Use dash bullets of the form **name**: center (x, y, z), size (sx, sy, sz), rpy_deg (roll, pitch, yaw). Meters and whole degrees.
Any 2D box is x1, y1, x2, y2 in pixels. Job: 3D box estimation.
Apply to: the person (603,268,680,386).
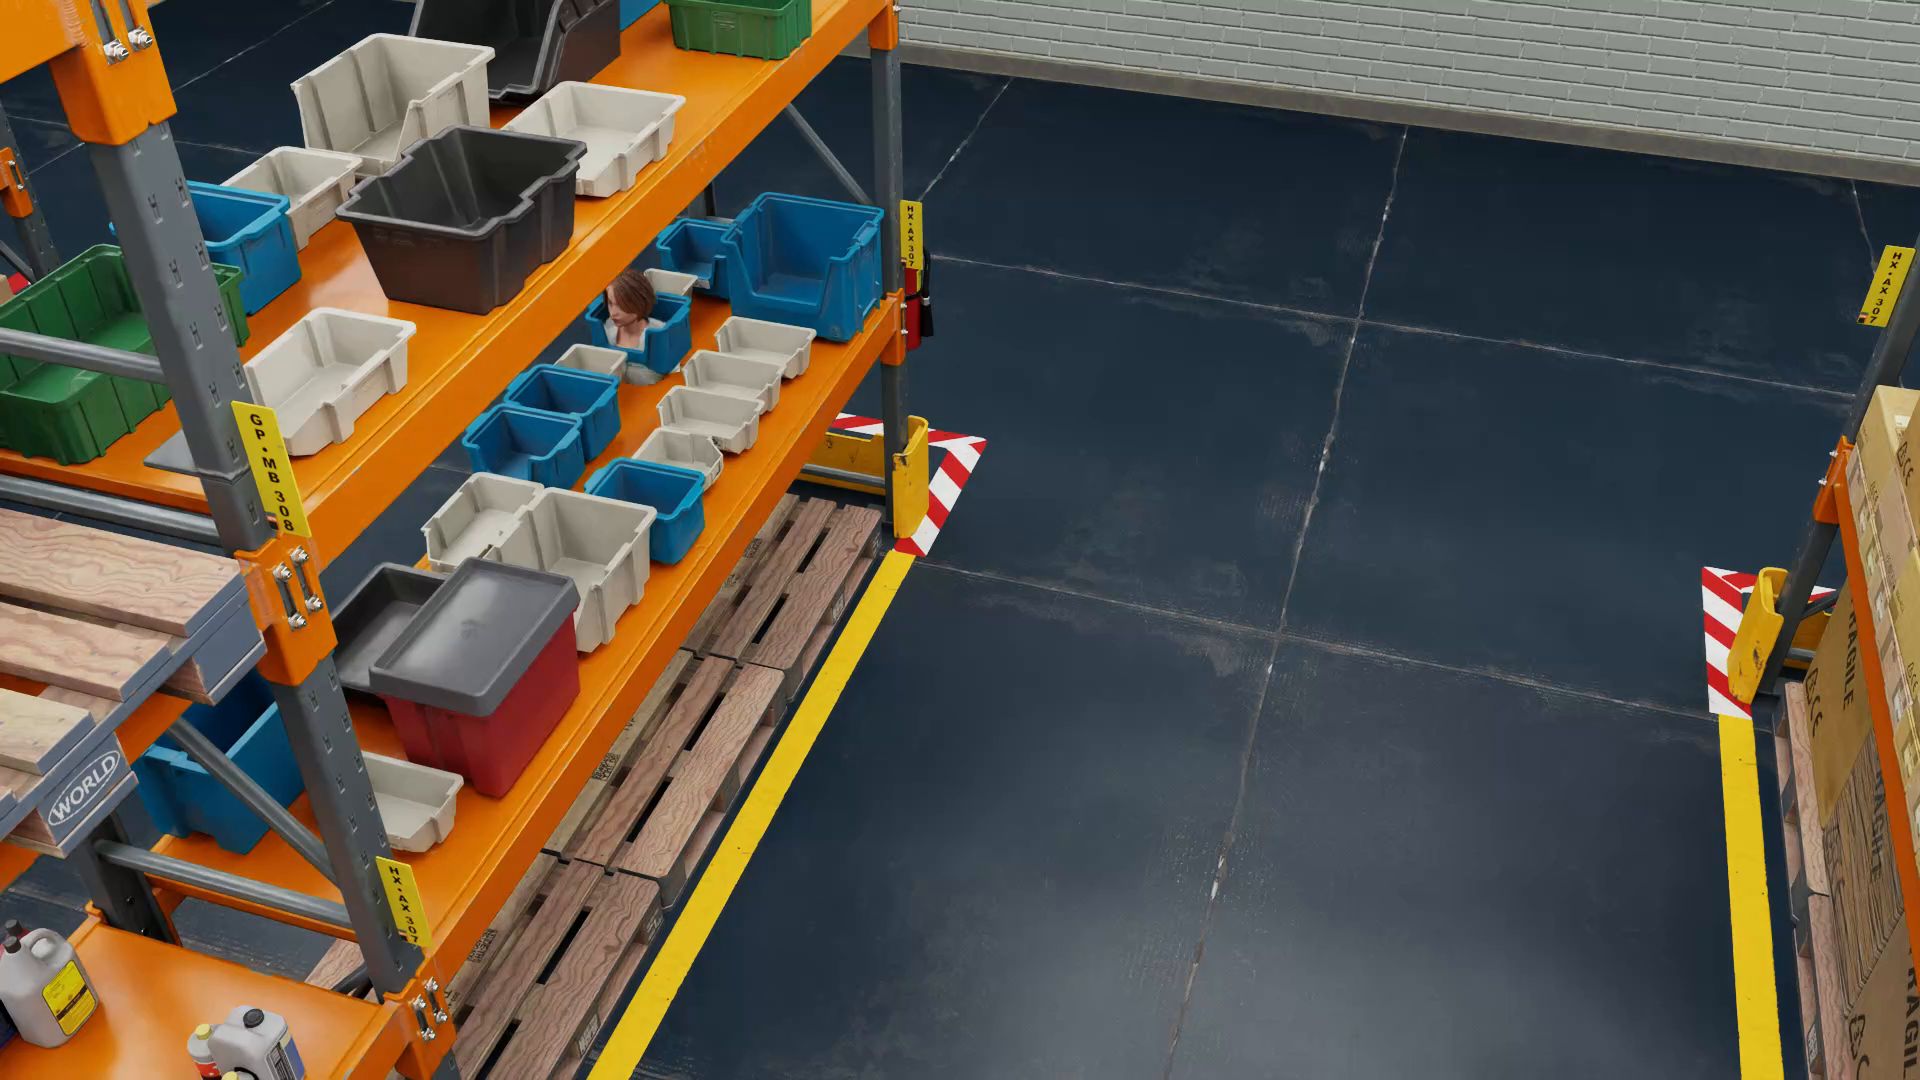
- **person**: center (-1.354, -0.418, 7.222), size (0.467, 1.608, 0.362), rpy_deg (11, 39, 13)
